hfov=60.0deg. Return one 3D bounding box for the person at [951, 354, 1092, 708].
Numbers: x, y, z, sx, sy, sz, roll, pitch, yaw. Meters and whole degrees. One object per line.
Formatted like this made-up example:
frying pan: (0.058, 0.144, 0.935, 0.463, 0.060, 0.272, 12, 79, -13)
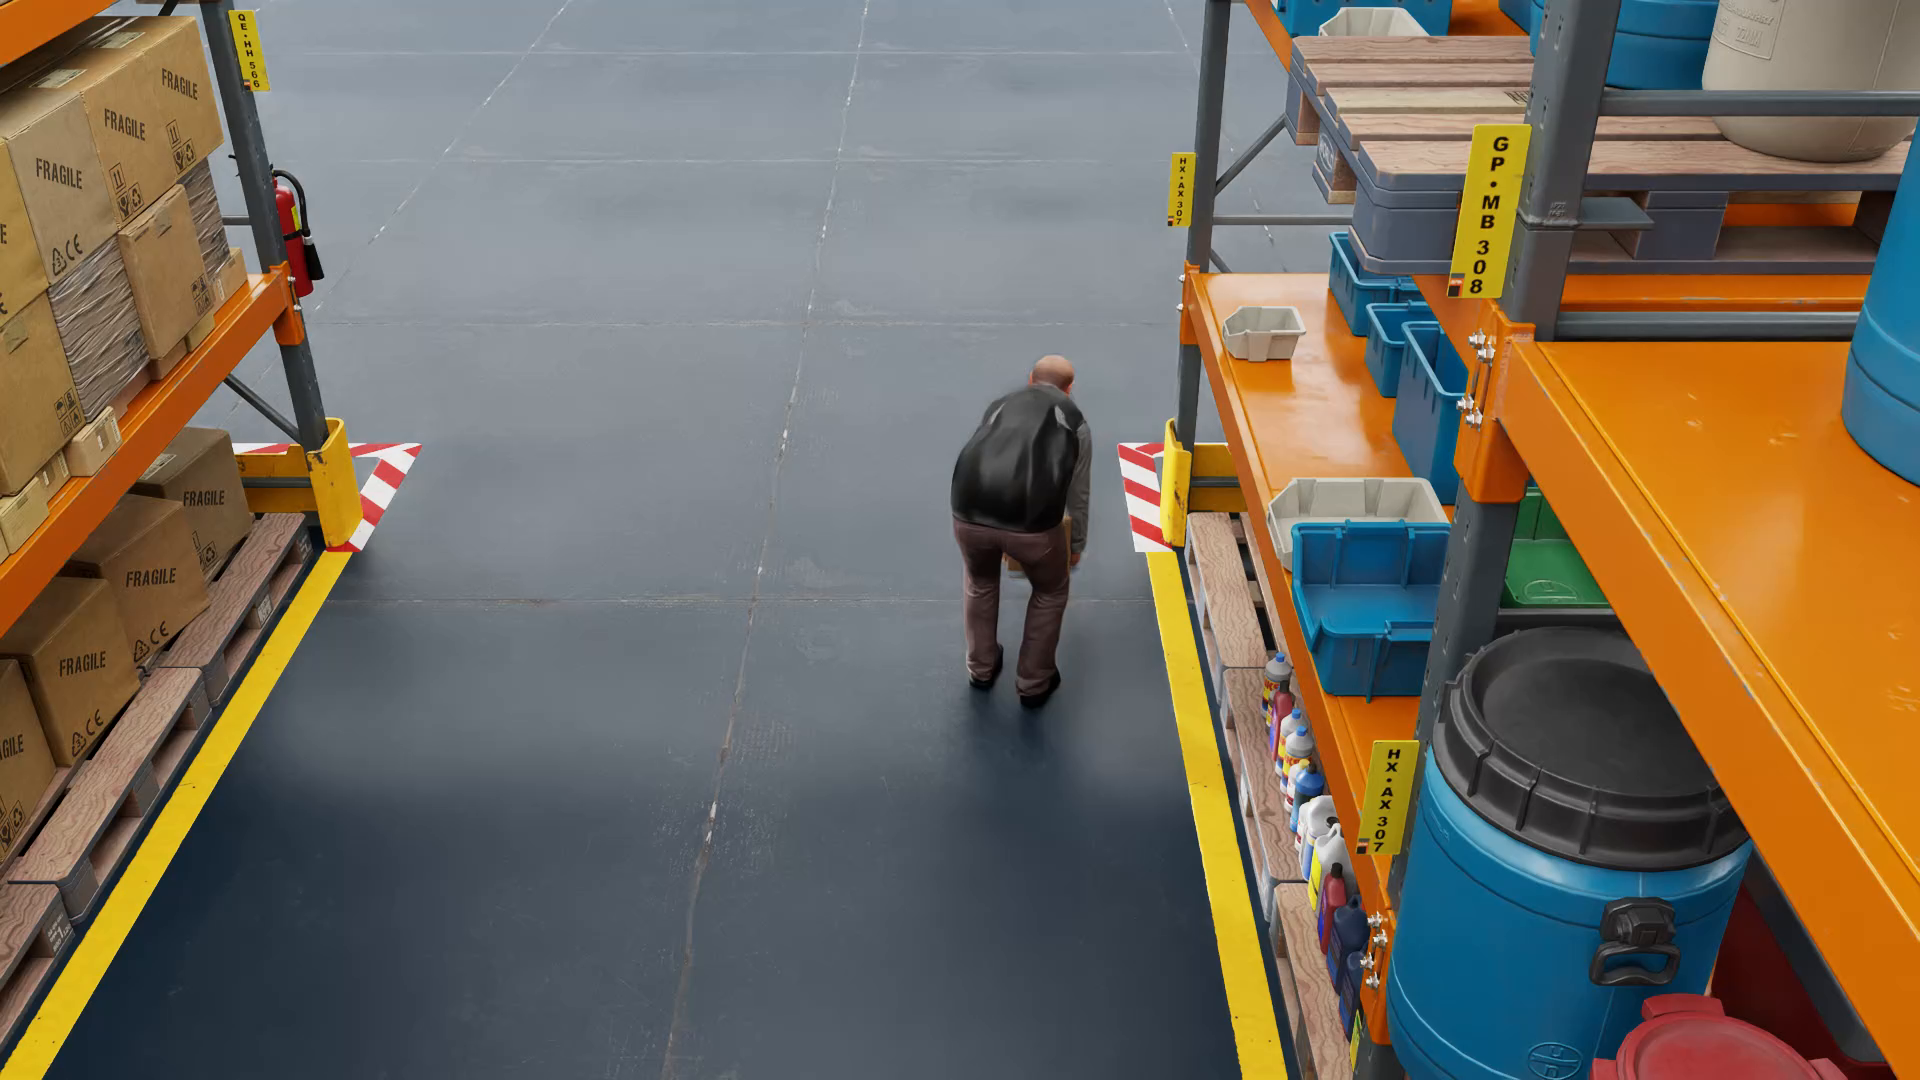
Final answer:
person: (0.271, -0.033, 6.704, 0.457, 1.214, 0.937, 9, 32, 14)
